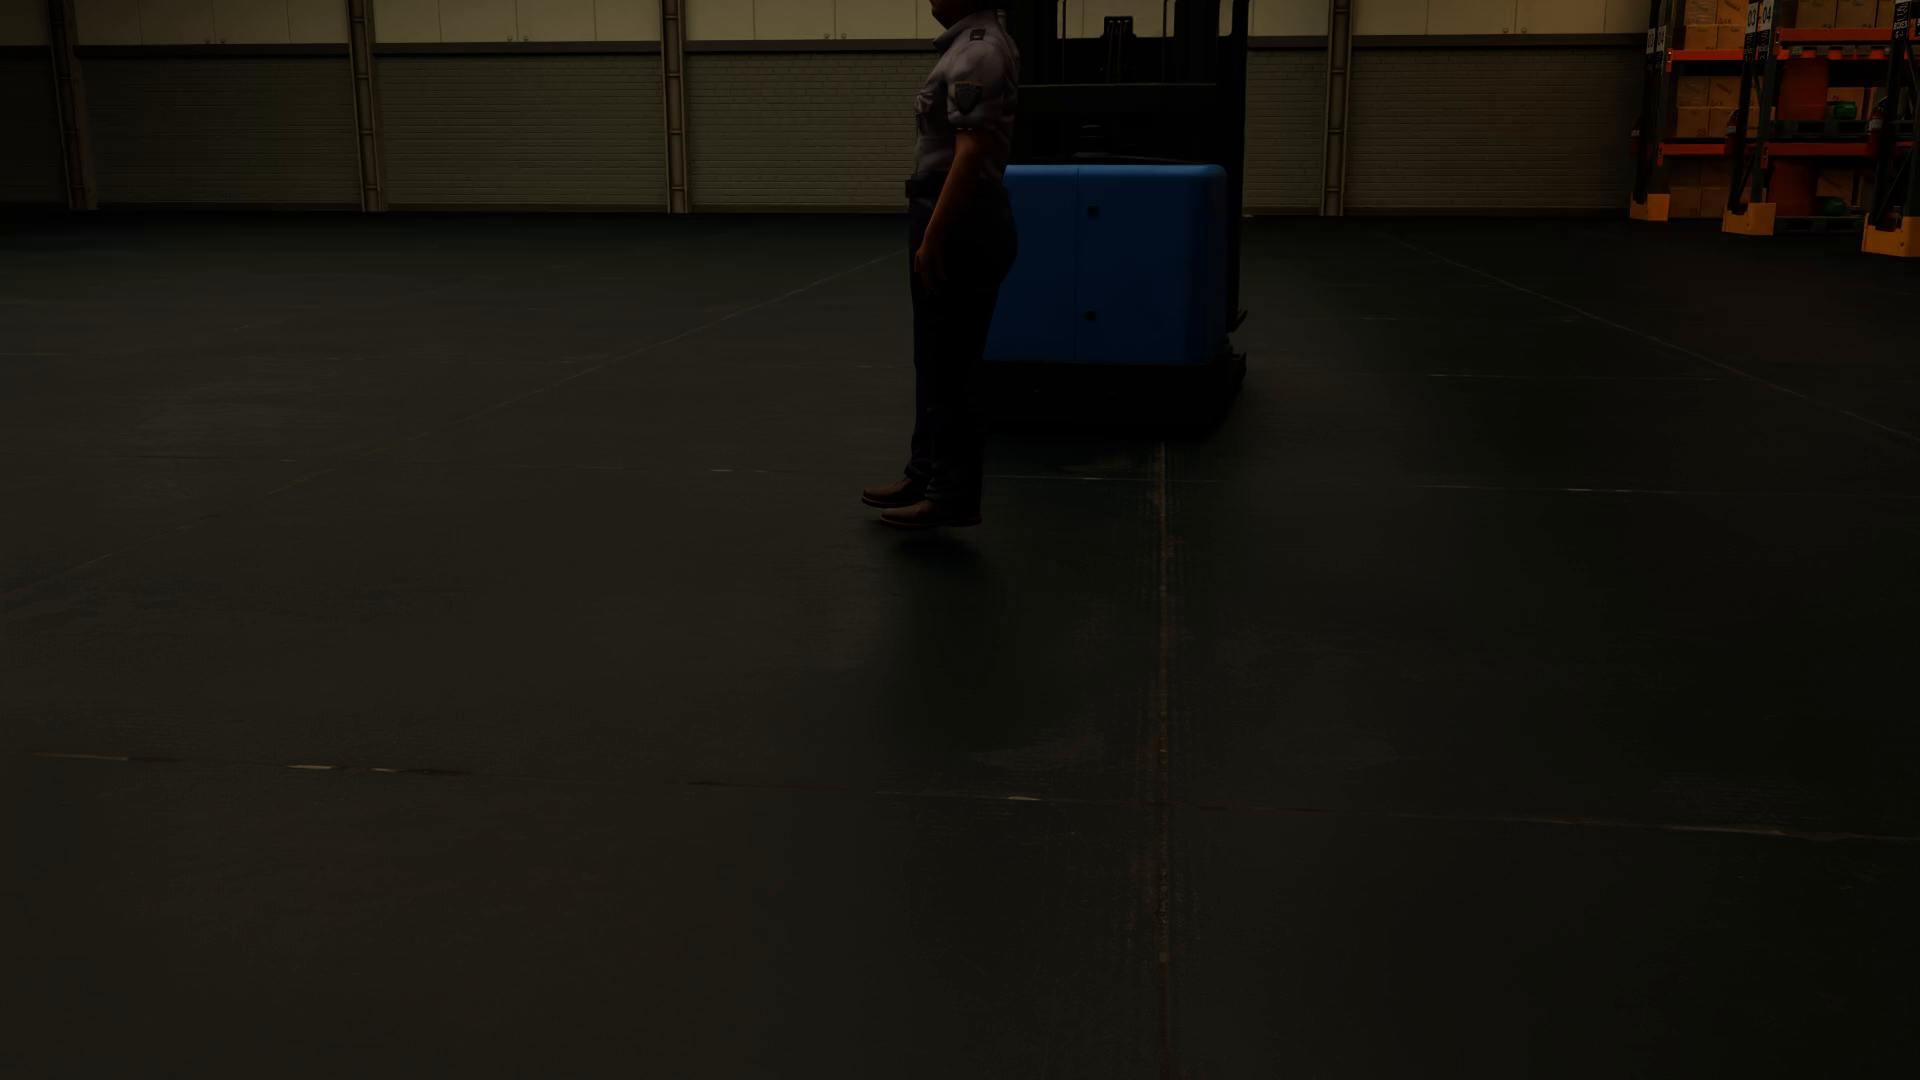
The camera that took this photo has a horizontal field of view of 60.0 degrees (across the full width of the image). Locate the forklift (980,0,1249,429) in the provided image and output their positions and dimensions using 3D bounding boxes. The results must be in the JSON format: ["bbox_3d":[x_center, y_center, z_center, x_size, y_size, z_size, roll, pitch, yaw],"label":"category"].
[{"bbox_3d":[0.802,-2.164,7.761,1.130,2.935,3.031,3,14,13],"label":"forklift"}]

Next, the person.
[{"bbox_3d":[-0.086,-0.857,4.780,0.503,1.651,0.598,2,13,7],"label":"person"}]
